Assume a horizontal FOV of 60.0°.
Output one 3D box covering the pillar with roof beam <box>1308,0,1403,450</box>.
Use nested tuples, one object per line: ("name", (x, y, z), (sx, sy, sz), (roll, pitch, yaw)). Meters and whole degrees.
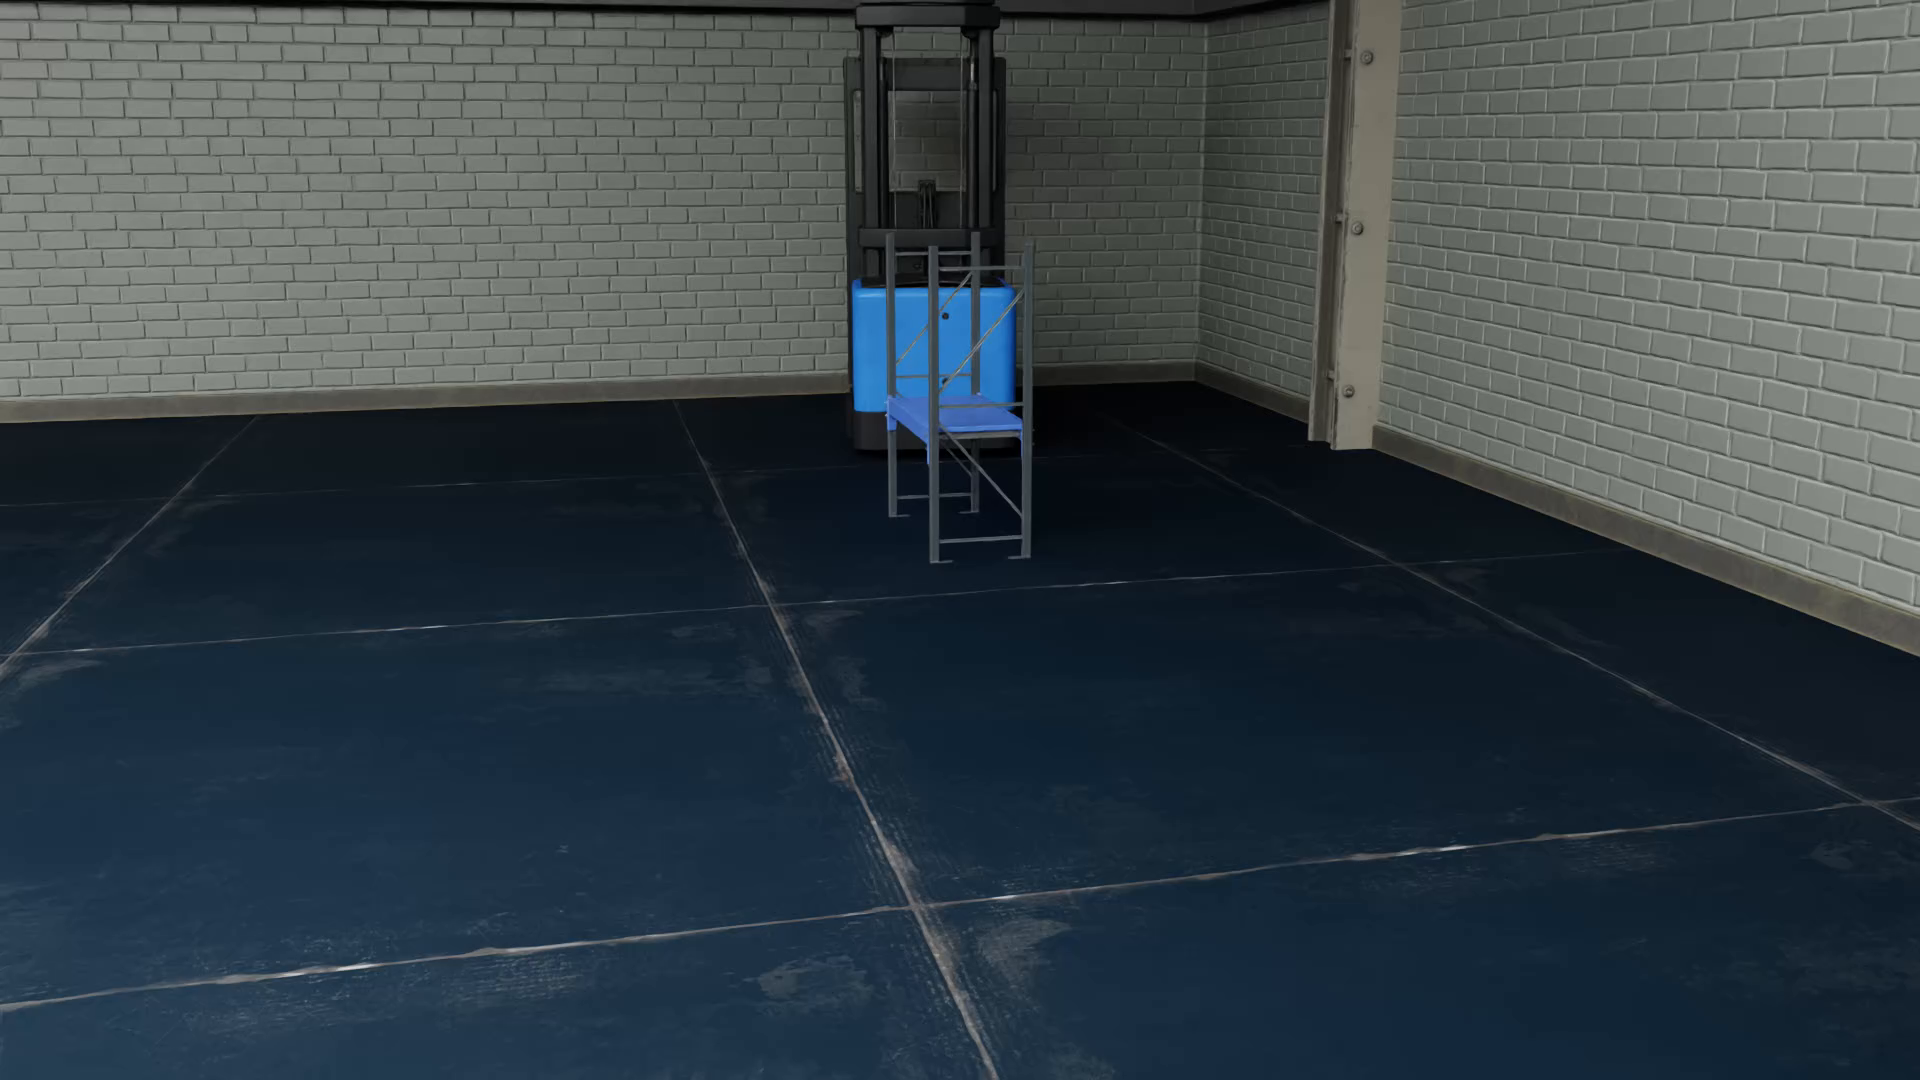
("pillar with roof beam", (-1.649, -4.771, 8.996), (9.100, 9.000, 0.400), (-3, 14, -13))

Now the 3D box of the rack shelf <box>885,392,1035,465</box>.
("rack shelf", (-0.020, -0.574, 8.372), (0.538, 0.185, 1.000), (-3, 14, -13))

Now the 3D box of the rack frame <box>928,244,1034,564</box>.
("rack frame", (0.099, -0.631, 7.850), (0.500, 1.500, 0.032), (-3, 14, -13))

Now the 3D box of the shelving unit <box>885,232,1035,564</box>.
("shelving unit", (-0.020, -0.748, 8.330), (0.538, 1.500, 1.048), (-3, 14, -13))

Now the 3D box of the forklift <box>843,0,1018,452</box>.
("forklift", (-0.255, -2.283, 11.597), (1.130, 2.935, 3.031), (-1, 14, -4))

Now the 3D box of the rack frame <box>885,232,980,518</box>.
("rack frame", (-0.139, -0.866, 8.810), (0.500, 1.500, 0.032), (-3, 14, -13))
